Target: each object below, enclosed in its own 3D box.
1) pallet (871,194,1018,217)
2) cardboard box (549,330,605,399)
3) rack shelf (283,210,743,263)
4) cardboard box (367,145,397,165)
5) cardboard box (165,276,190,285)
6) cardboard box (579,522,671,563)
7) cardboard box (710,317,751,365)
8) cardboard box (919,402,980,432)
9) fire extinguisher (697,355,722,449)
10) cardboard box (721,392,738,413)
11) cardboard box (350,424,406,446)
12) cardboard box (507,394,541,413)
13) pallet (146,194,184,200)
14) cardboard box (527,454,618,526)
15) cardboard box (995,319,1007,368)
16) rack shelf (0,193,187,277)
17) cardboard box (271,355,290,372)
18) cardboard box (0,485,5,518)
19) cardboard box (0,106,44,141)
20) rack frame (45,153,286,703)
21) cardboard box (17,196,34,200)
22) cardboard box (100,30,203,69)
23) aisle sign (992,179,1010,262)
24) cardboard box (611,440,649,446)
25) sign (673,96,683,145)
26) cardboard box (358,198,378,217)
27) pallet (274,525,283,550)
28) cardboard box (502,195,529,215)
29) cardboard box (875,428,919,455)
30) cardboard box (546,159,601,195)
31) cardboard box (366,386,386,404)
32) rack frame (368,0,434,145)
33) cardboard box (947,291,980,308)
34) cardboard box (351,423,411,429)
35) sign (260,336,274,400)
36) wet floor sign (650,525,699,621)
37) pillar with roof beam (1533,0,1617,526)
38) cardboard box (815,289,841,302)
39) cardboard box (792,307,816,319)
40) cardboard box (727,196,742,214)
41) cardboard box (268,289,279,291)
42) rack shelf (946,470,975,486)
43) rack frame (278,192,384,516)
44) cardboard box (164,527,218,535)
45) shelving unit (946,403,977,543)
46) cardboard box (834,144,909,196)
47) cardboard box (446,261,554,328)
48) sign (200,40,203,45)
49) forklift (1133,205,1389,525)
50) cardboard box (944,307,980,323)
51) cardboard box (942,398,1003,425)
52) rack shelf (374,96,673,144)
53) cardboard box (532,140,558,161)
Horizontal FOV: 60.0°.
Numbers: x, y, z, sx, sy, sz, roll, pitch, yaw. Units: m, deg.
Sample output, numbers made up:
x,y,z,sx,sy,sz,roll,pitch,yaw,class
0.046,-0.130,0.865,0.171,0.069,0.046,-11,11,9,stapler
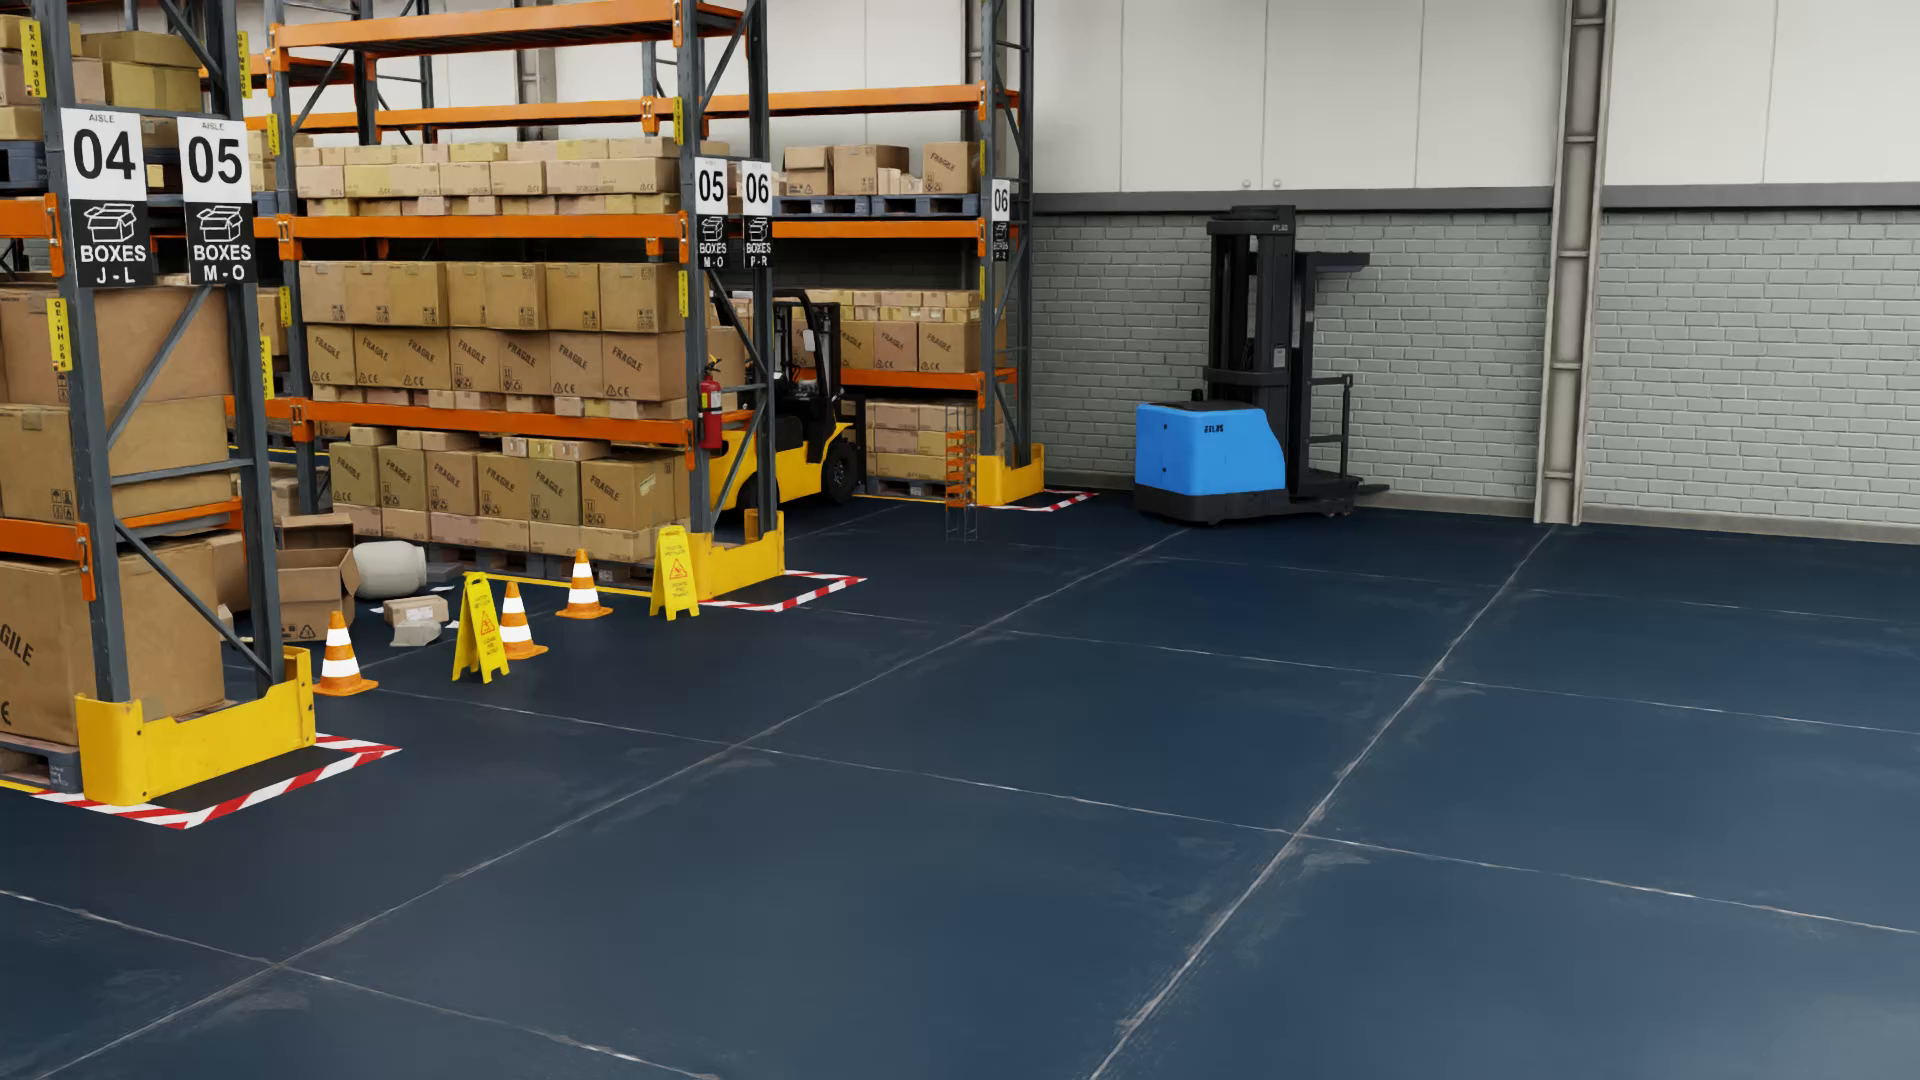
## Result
x,y,z,sx,sy,sz,roll,pitch,yaw,class
-0.149,-3.412,16.987,1.213,0.211,1.003,5,11,26,pallet
-2.775,-1.361,12.714,0.500,0.500,0.500,5,11,26,cardboard box
-3.513,-2.406,13.202,4.000,0.370,1.077,5,11,26,rack shelf
-4.466,-3.047,13.186,0.250,0.149,0.380,5,11,25,cardboard box
-6.701,-2.234,14.534,0.250,0.149,0.380,4,11,23,cardboard box
-2.585,-0.003,12.866,0.500,0.250,0.500,5,11,26,cardboard box
-2.357,-2.169,18.013,0.500,0.500,0.500,5,12,27,cardboard box
-0.077,-1.252,16.959,0.500,0.250,0.500,5,12,28,cardboard box
-1.821,-1.006,12.084,0.183,0.674,0.296,5,11,26,fire extinguisher
-1.932,-1.063,12.887,0.250,0.149,0.380,5,11,26,cardboard box
-4.811,-0.875,13.756,0.250,0.149,0.380,5,11,27,cardboard box
-3.327,-1.088,13.025,0.250,0.149,0.380,5,11,25,cardboard box
-6.744,-2.973,14.837,1.003,0.211,1.213,5,11,26,pallet
-3.023,-0.412,13.018,0.500,0.500,0.500,6,12,28,cardboard box
0.152,-2.053,17.368,0.500,0.500,0.500,5,12,28,cardboard box
-5.613,-1.608,8.789,4.000,0.370,1.077,5,11,26,rack shelf
-5.890,-1.522,14.241,0.250,0.149,0.380,5,11,27,cardboard box
-4.675,-0.464,8.450,0.550,0.550,0.875,5,11,26,cardboard box
-4.267,-1.909,7.676,0.250,0.149,0.380,5,11,26,cardboard box
-3.819,-0.328,8.122,0.127,3.000,1.000,5,11,26,rack frame
-8.457,-3.095,15.364,0.258,0.266,0.396,5,11,26,cardboard box
-3.977,-2.406,8.186,0.250,0.149,0.380,5,11,26,cardboard box
0.402,-3.147,16.396,0.004,0.787,0.394,5,11,26,aisle sign
-3.586,-1.313,19.049,0.625,0.625,0.875,6,12,28,cardboard box
-1.983,-2.952,11.707,0.005,0.325,0.100,5,11,26,sign
-4.654,-2.699,13.505,0.250,0.149,0.380,5,11,26,cardboard box
-6.005,-0.131,14.861,1.213,0.211,1.003,5,11,26,pallet
-3.299,-2.568,12.780,0.250,0.149,0.380,5,11,24,cardboard box
-0.546,-1.049,17.243,0.500,0.250,0.500,5,11,25,cardboard box
-2.742,-2.715,12.471,0.500,0.250,0.500,5,11,25,cardboard box
-4.665,-1.215,13.725,0.250,0.149,0.380,5,11,26,cardboard box
-6.701,-5.502,19.865,0.127,3.000,1.000,5,11,26,rack frame
0.059,-2.429,16.793,0.250,0.149,0.380,5,11,26,cardboard box
-7.175,-1.526,20.579,0.500,0.500,0.500,5,12,27,cardboard box
-3.568,-0.881,8.525,0.005,0.325,0.100,5,11,26,sign
-2.022,0.217,11.717,0.267,0.644,0.232,-10,14,-43,wet floor sign
3.724,-3.910,11.069,0.400,9.000,9.100,5,11,26,pillar with roof beam
-1.319,-2.549,17.455,0.250,0.149,0.380,5,11,27,cardboard box
-1.566,-2.411,17.529,0.250,0.149,0.380,5,11,25,cardboard box
-1.873,-2.557,12.720,0.250,0.149,0.380,5,11,26,cardboard box
-8.246,-2.907,20.900,0.637,0.503,0.797,5,11,24,cardboard box
0.013,-0.546,14.625,0.180,0.103,0.258,5,11,26,rack shelf
-5.307,-1.442,14.275,0.127,3.000,1.000,5,11,26,rack frame
-6.067,-0.298,12.847,0.500,0.500,0.500,5,11,26,cardboard box
0.013,-0.589,14.617,0.189,1.200,0.258,5,11,26,shelving unit
-0.906,-3.794,17.105,0.500,0.500,0.700,5,11,26,cardboard box
-3.613,-1.946,13.137,0.500,0.500,0.700,5,11,25,cardboard box
-10.048,-6.444,22.001,0.005,0.325,0.100,5,11,26,sign
3.225,-1.739,16.110,3.031,2.935,1.130,-5,12,-27,forklift
0.039,-2.271,16.753,0.250,0.149,0.380,5,11,27,cardboard box
0.126,-1.334,17.410,0.500,0.250,0.500,5,11,25,cardboard box
-4.907,-4.794,19.094,4.000,0.370,1.077,5,11,26,rack shelf
-3.025,-2.943,12.615,0.250,0.149,0.380,5,11,26,cardboard box
